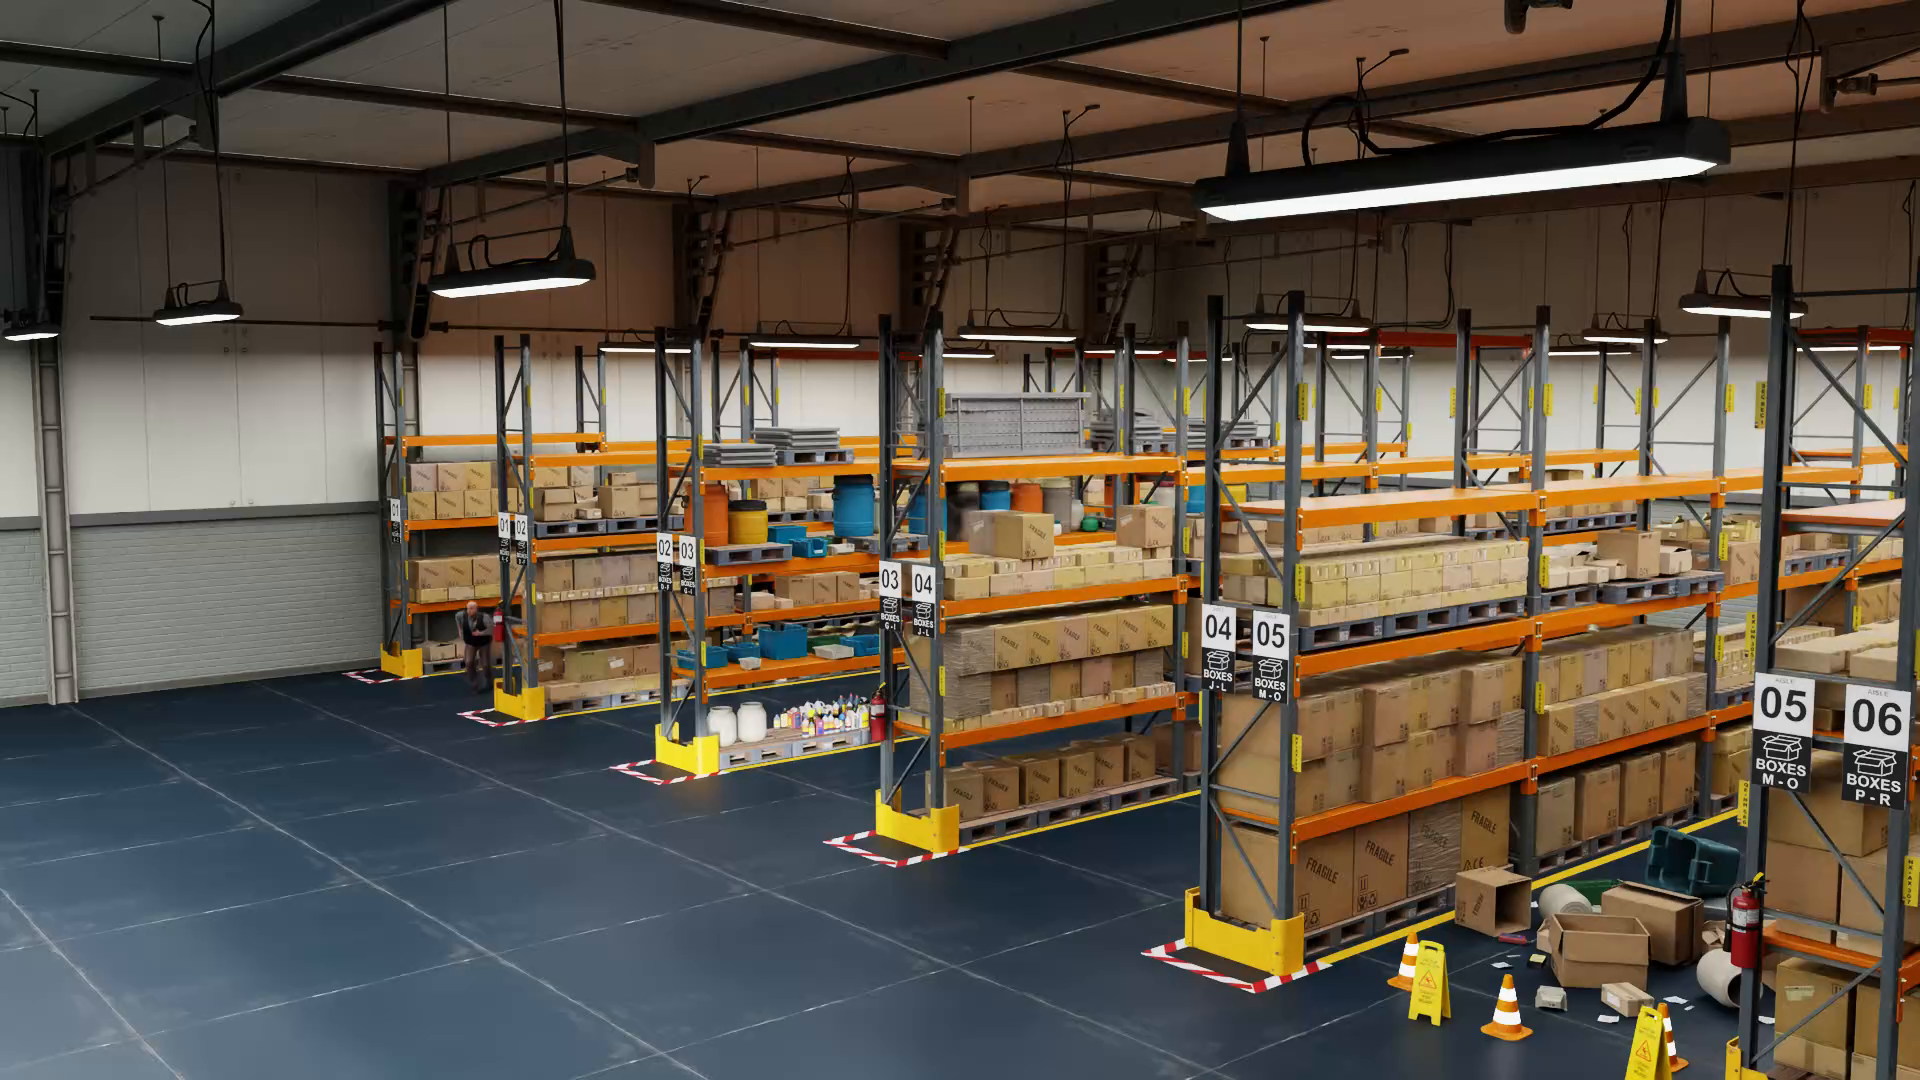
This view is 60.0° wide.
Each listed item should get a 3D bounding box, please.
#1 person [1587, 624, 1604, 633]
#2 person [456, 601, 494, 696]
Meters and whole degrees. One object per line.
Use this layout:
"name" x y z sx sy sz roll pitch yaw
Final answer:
"person" 9.340 2.084 24.631 0.564 1.718 0.695 4 7 39
"person" -8.177 1.823 28.176 0.703 1.662 0.985 0 5 2
